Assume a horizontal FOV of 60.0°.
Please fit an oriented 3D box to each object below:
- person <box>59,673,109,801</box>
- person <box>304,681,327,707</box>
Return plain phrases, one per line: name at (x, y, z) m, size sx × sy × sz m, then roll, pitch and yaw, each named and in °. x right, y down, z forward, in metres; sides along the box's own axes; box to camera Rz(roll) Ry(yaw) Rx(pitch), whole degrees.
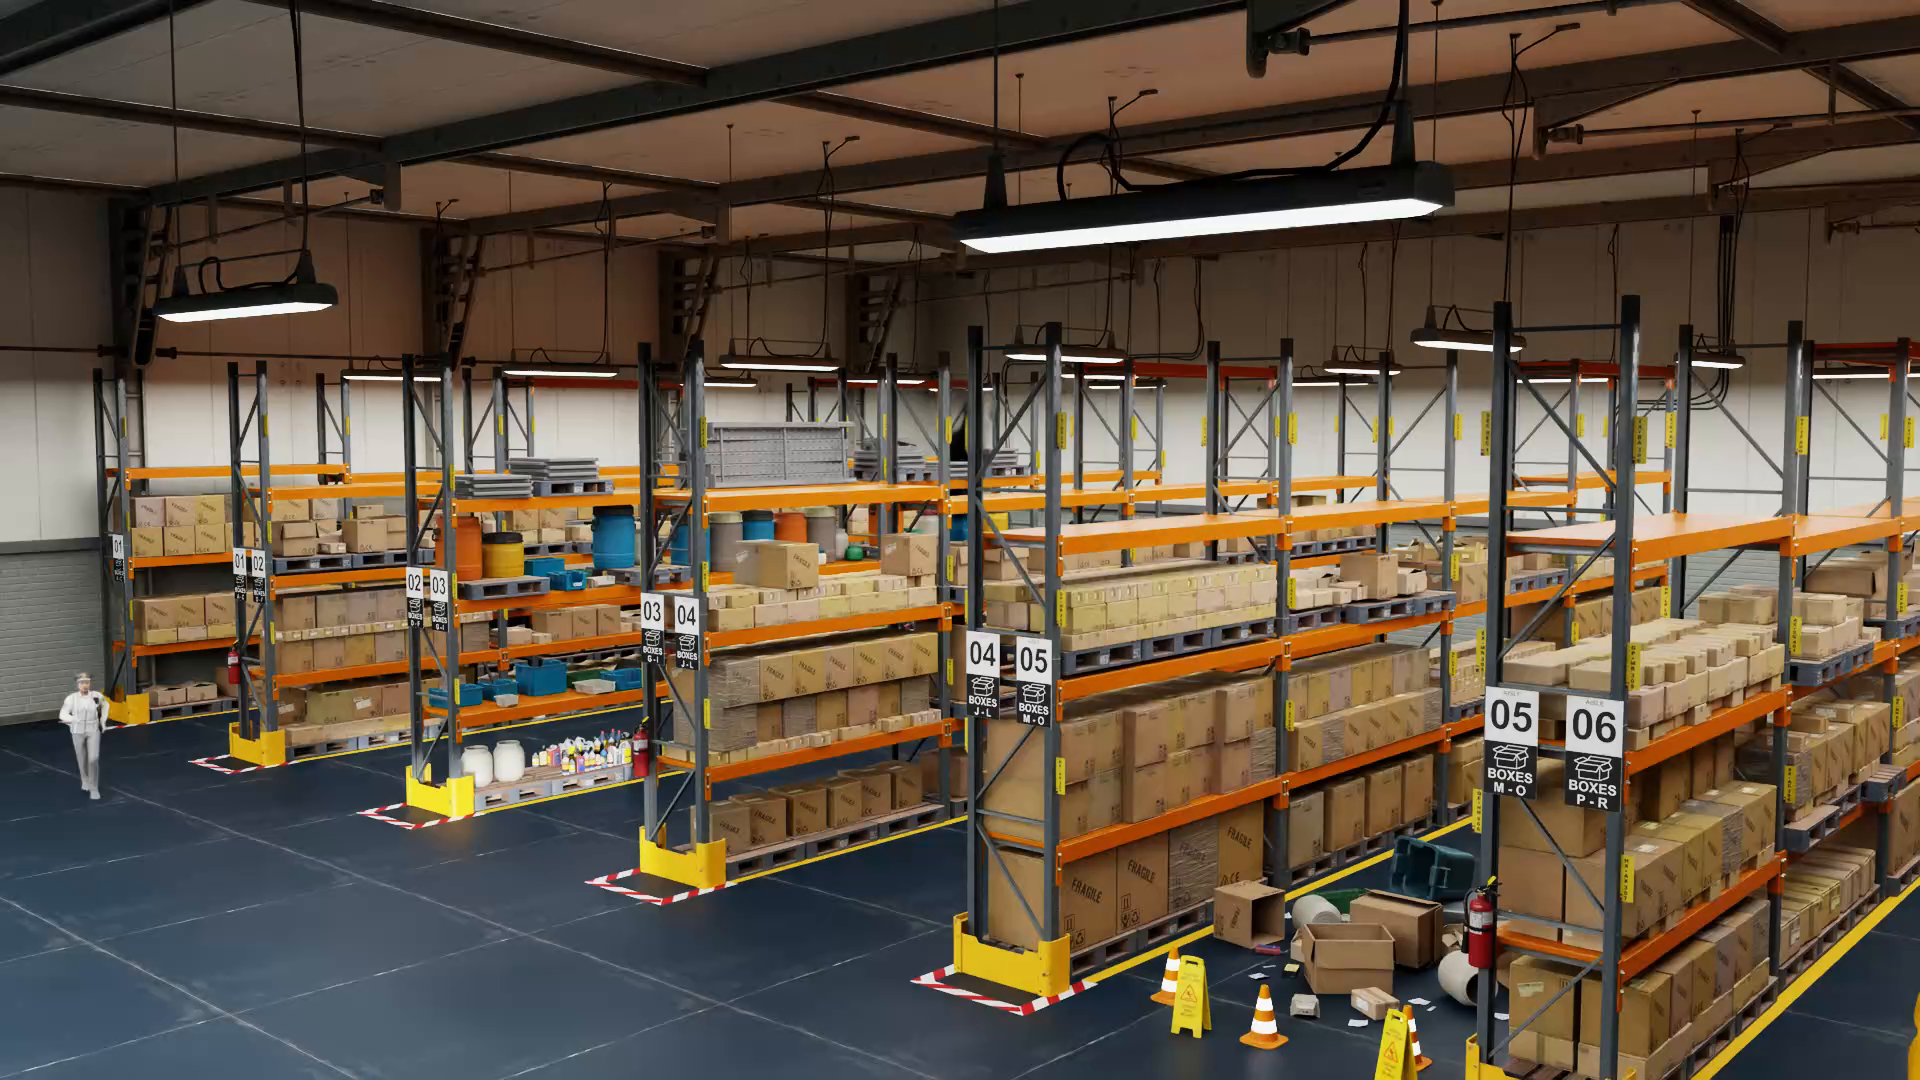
person at (-11.924, 2.664, 22.666) m, size 0.593 × 1.751 × 0.754 m, roll -2°, pitch 5°, yaw -25°
person at (-10.710, 2.296, 27.466) m, size 0.657 × 1.682 × 0.579 m, roll 3°, pitch 5°, yaw 33°
